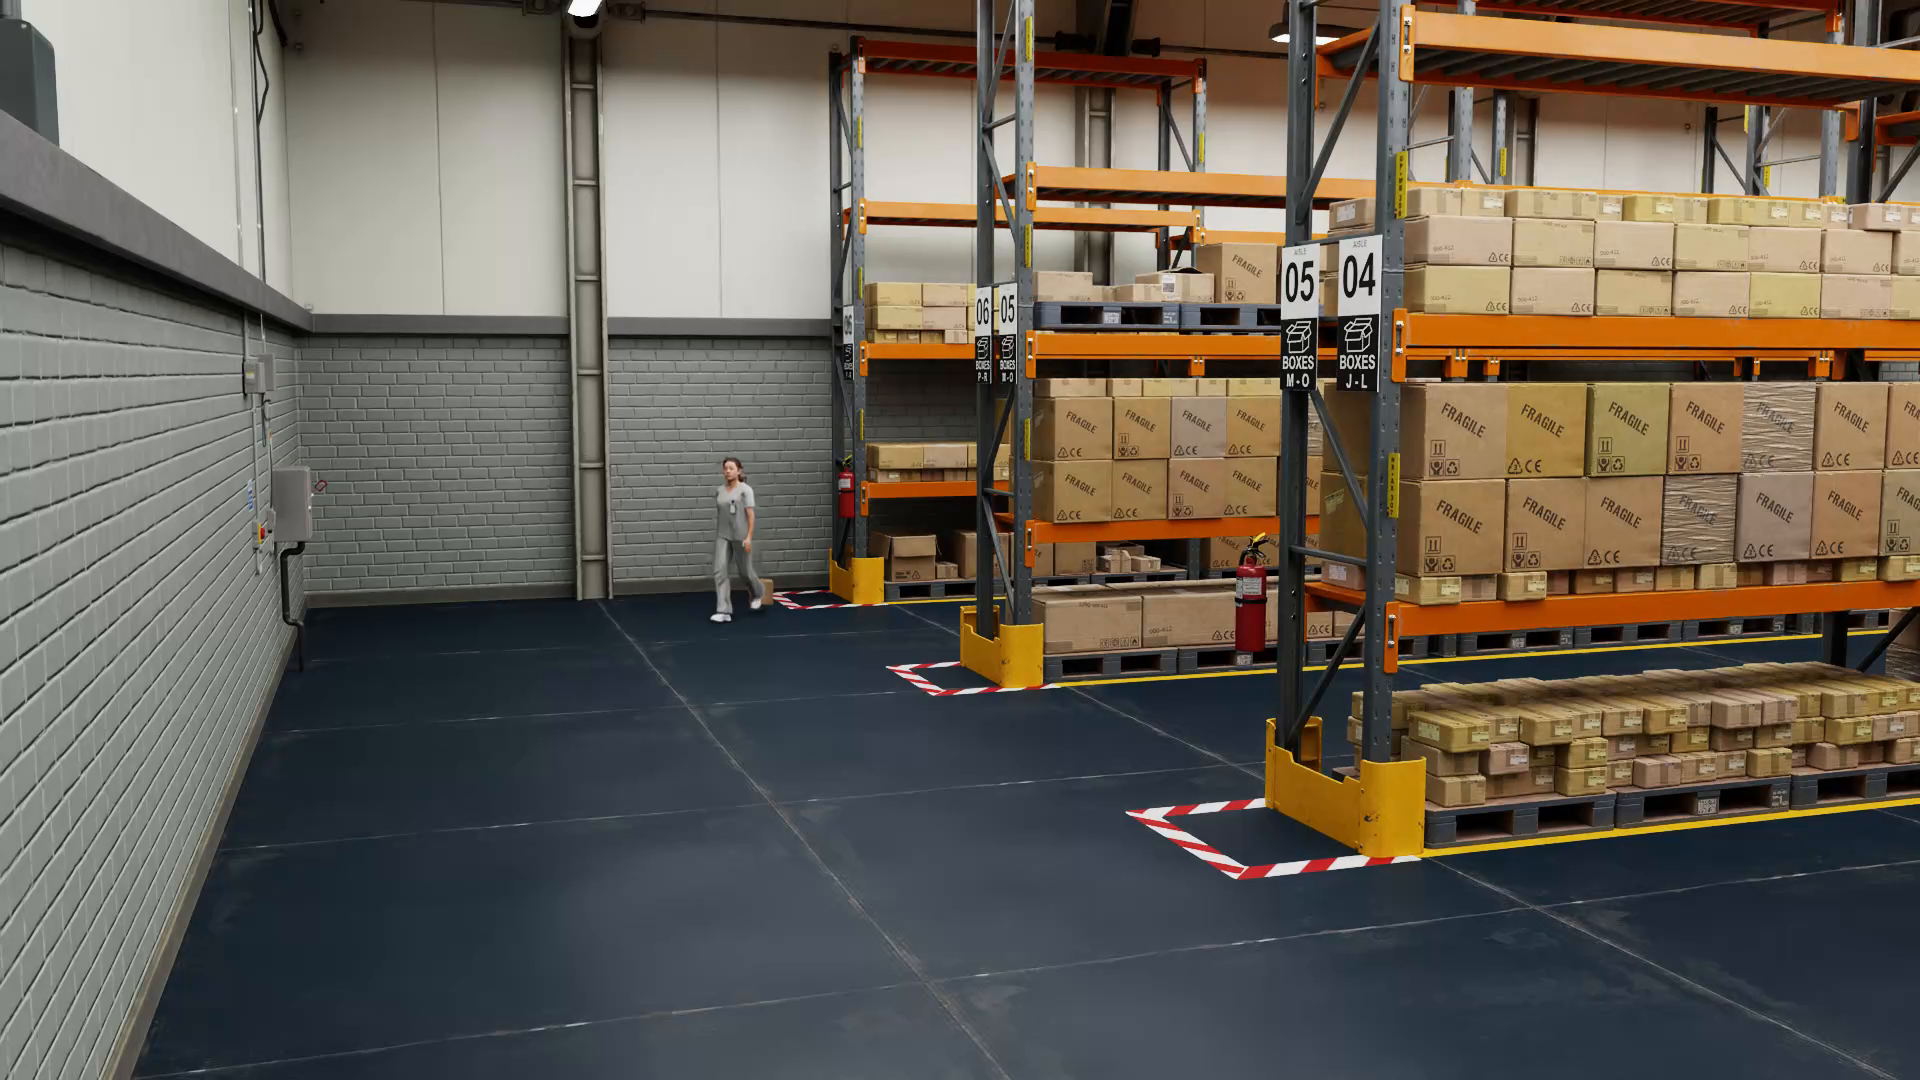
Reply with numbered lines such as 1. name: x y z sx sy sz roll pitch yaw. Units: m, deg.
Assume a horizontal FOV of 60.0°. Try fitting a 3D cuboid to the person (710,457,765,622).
1. person: -2.246 -0.021 16.767 0.457 1.635 0.943 2 6 19
